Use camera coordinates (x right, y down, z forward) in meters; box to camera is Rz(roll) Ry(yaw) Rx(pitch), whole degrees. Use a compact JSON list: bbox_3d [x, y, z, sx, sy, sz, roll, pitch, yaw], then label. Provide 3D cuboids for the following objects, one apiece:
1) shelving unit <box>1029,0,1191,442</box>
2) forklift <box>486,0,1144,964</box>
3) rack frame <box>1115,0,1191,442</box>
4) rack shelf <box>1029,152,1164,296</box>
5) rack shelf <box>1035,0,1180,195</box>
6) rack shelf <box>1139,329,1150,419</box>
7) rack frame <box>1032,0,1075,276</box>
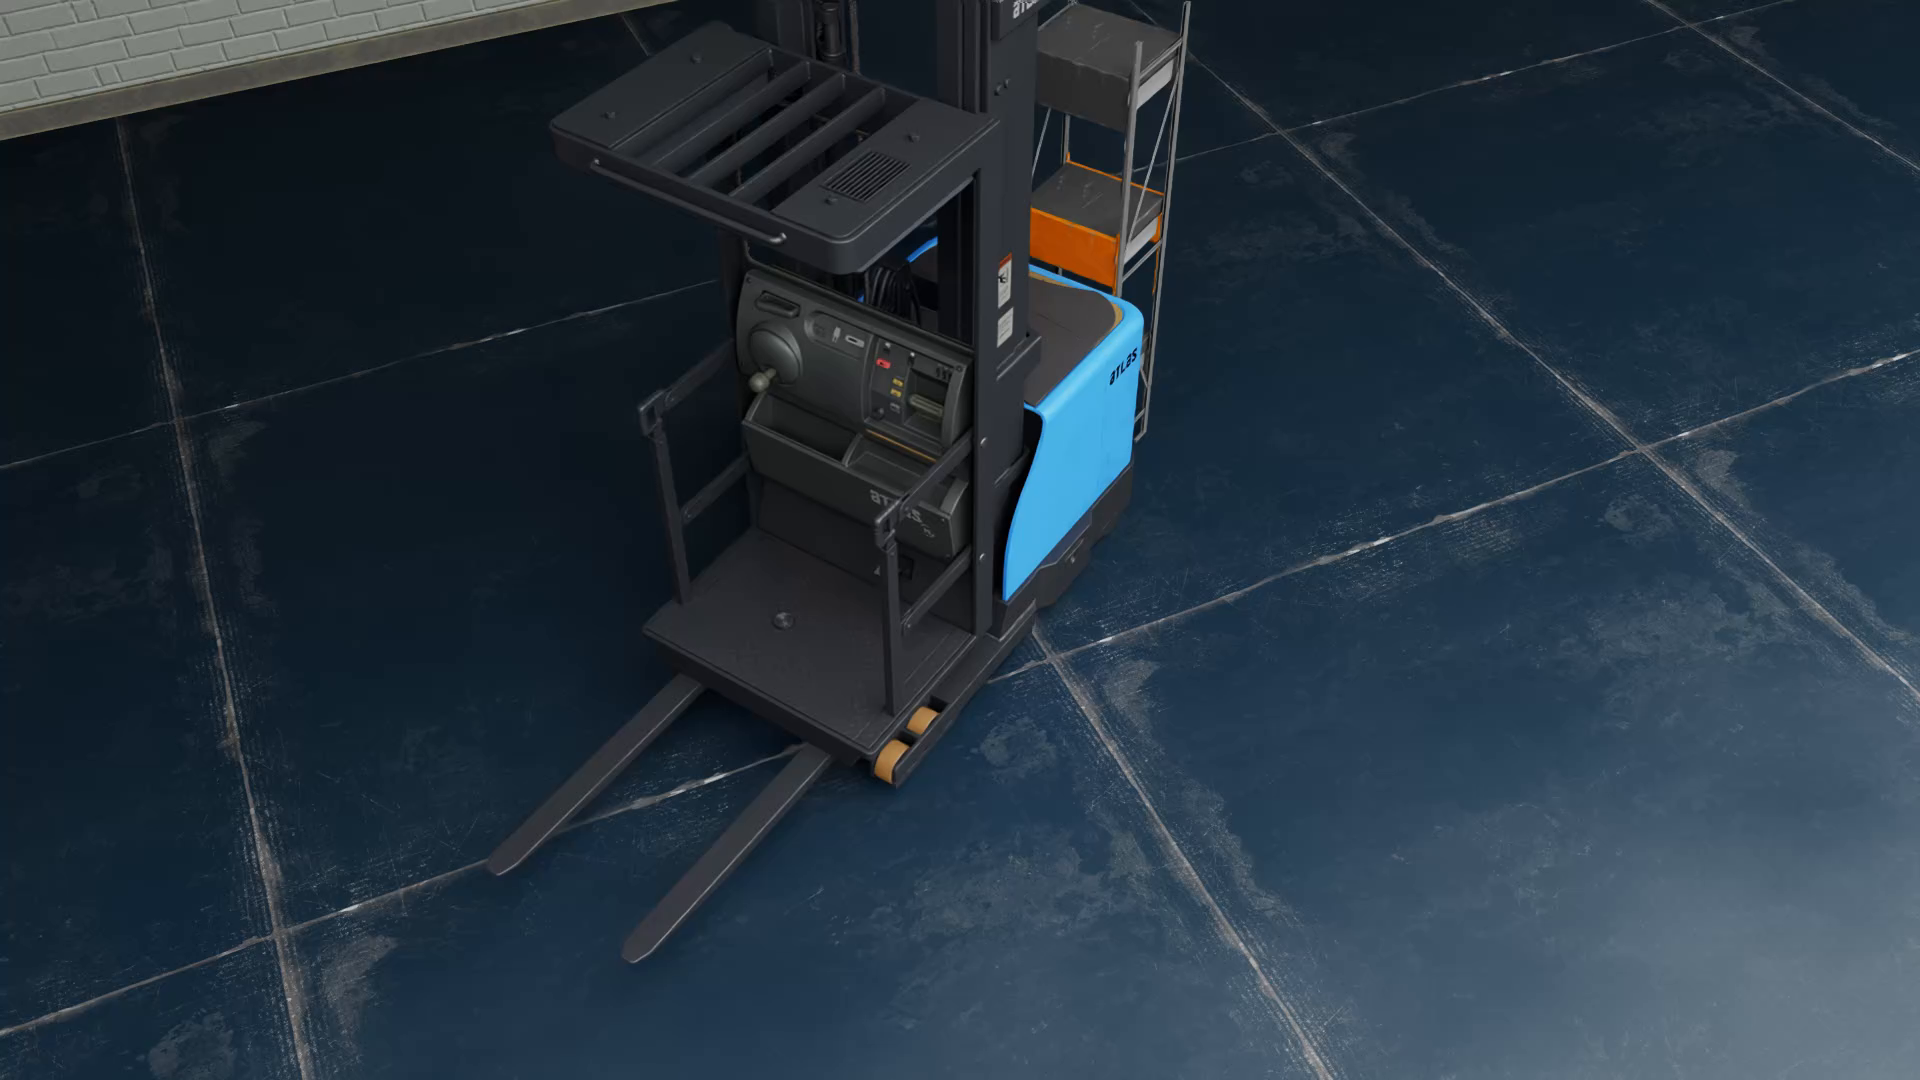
[{"bbox_3d":[0.535,-1.226,6.867,0.503,2.100,0.431,25,50,23],"label":"shelving unit"},{"bbox_3d":[-0.499,-0.520,5.559,1.130,2.935,3.031,25,50,23],"label":"forklift"},{"bbox_3d":[0.737,-1.131,6.770,0.015,2.100,0.400,25,50,23],"label":"rack frame"},{"bbox_3d":[0.535,-1.216,6.876,0.480,0.518,0.431,25,50,23],"label":"rack shelf"},{"bbox_3d":[0.535,-1.715,6.384,0.480,0.518,0.431,25,50,23],"label":"rack shelf"},{"bbox_3d":[0.535,-0.718,7.368,0.480,0.518,0.431,25,50,23],"label":"rack shelf"},{"bbox_3d":[0.332,-1.321,6.963,0.015,2.100,0.400,25,50,23],"label":"rack frame"}]
